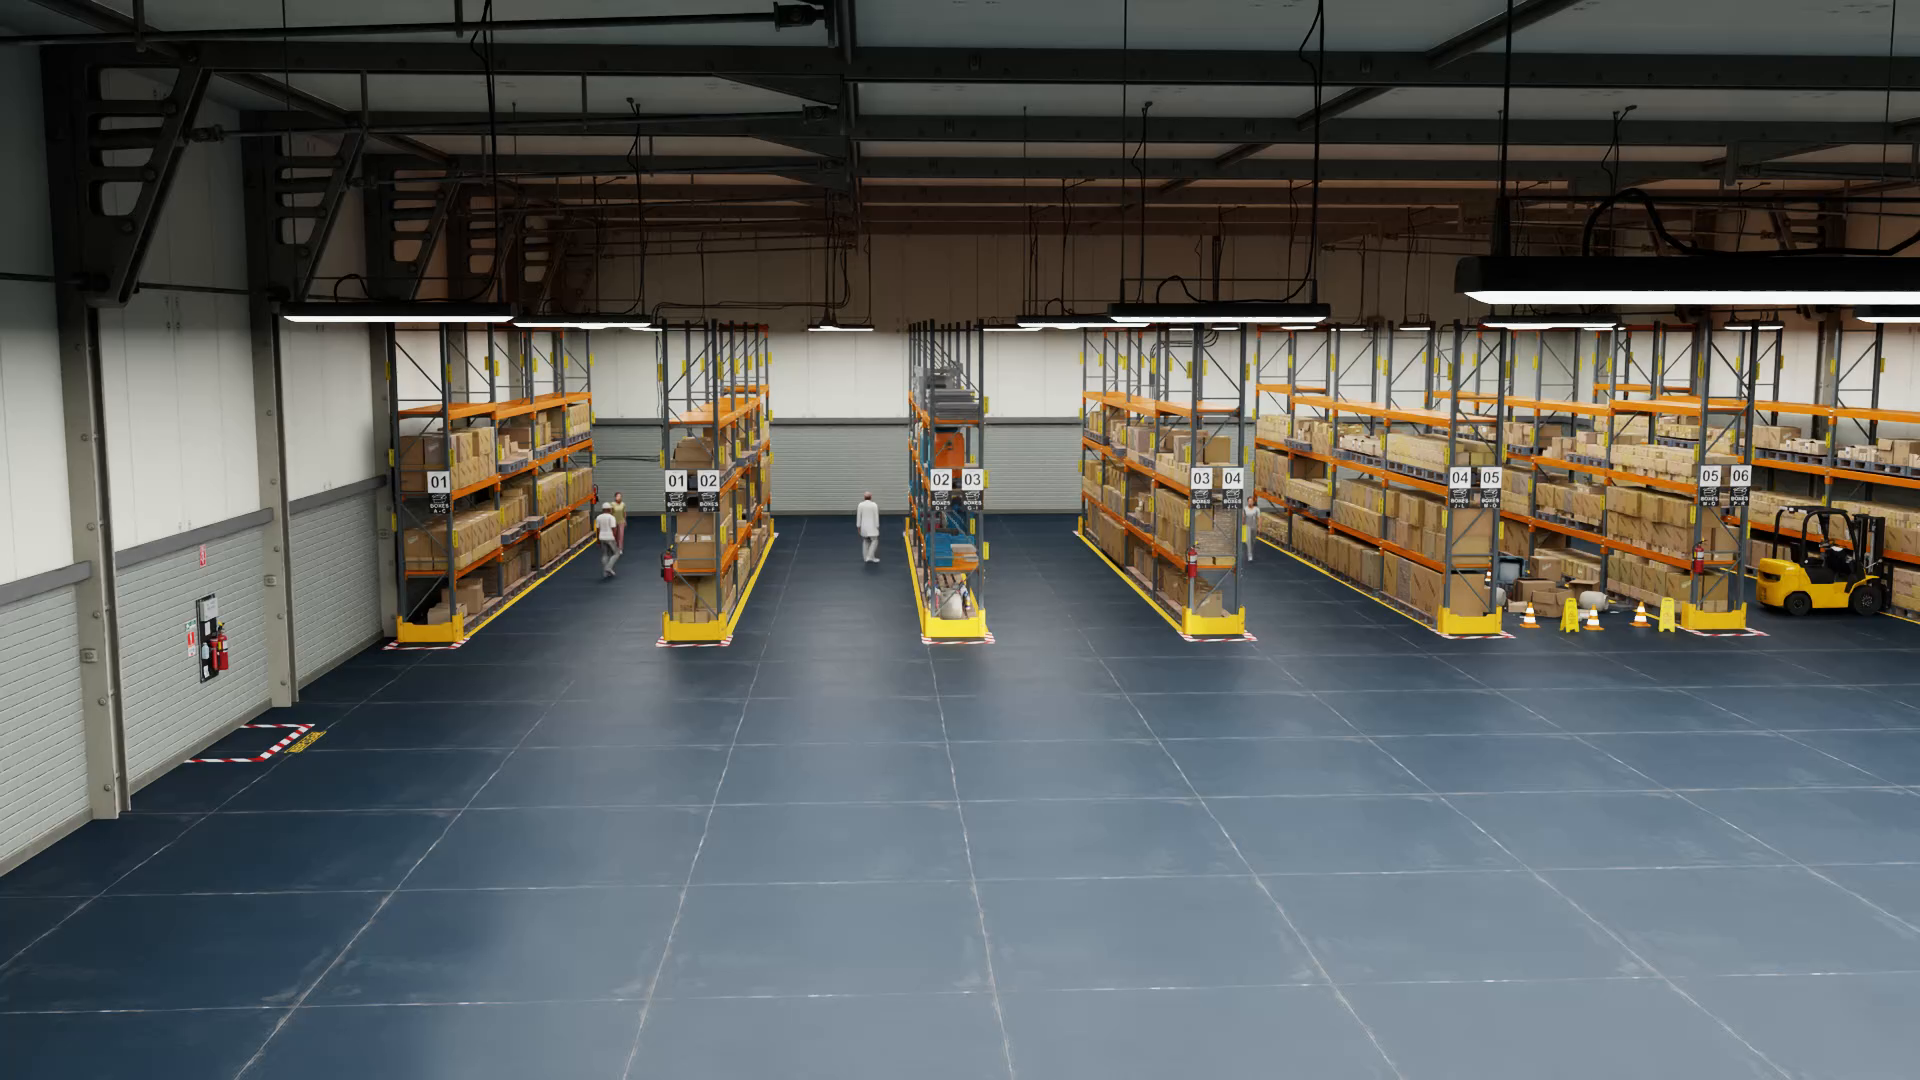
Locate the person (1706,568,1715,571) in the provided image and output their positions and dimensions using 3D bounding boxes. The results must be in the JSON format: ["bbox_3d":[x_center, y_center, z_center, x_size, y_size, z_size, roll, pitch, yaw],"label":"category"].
[{"bbox_3d":[16.479,0.369,36.562,0.519,1.743,0.553,-2,7,-14],"label":"person"}]

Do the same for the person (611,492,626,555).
[{"bbox_3d":[-8.949,-0.446,43.402,0.440,1.611,1.082,-1,7,-7],"label":"person"}]

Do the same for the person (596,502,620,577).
[{"bbox_3d":[-8.340,0.001,39.293,0.609,1.768,0.489,4,8,28],"label":"person"}]

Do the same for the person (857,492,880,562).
[{"bbox_3d":[-2.317,-0.323,41.879,0.633,1.776,0.587,3,8,22],"label":"person"}]

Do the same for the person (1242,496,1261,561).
[{"bbox_3d":[7.404,-0.303,42.197,0.451,1.606,1.064,0,7,-1],"label":"person"}]
